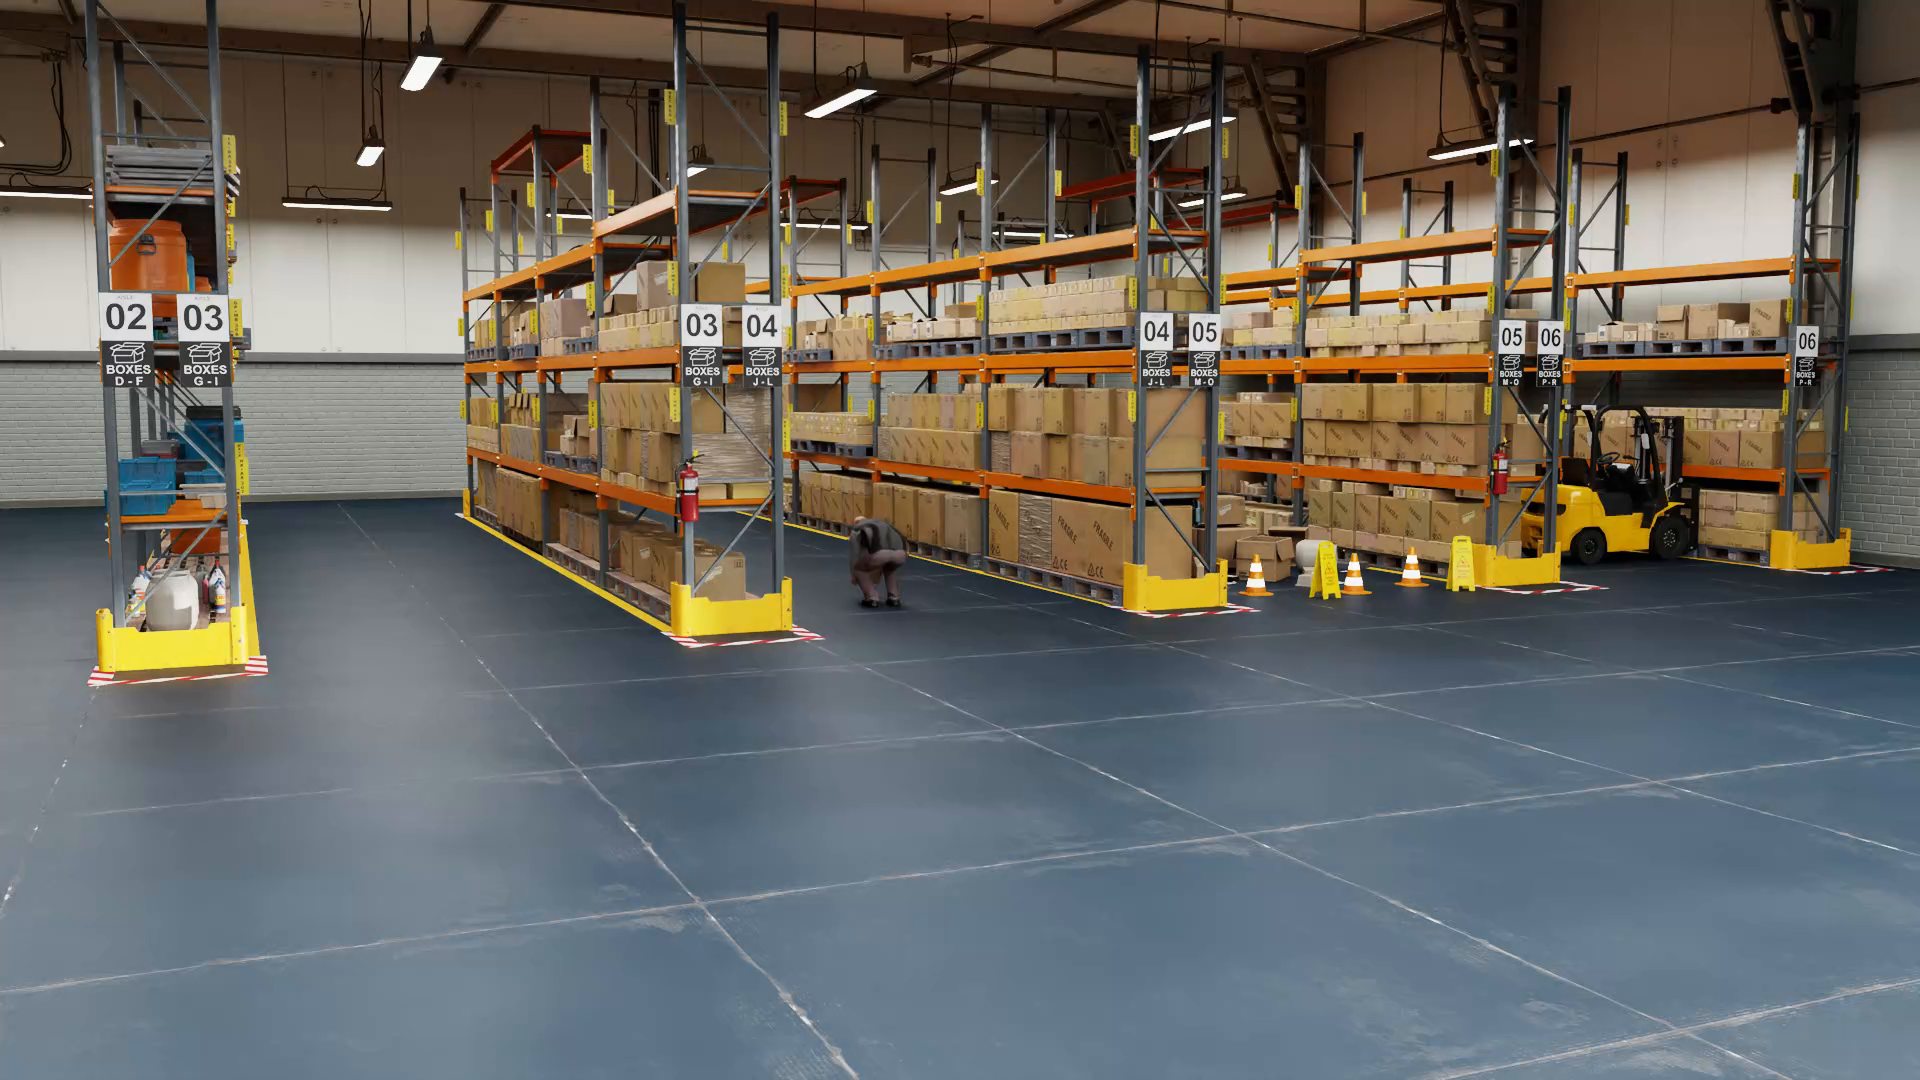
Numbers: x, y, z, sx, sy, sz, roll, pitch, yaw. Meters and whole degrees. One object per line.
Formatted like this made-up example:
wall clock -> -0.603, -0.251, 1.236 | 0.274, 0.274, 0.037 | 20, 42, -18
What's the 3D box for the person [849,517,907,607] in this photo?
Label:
person -> -0.936, 0.240, 18.483 | 0.518, 0.952, 0.923 | -3, 6, -26
